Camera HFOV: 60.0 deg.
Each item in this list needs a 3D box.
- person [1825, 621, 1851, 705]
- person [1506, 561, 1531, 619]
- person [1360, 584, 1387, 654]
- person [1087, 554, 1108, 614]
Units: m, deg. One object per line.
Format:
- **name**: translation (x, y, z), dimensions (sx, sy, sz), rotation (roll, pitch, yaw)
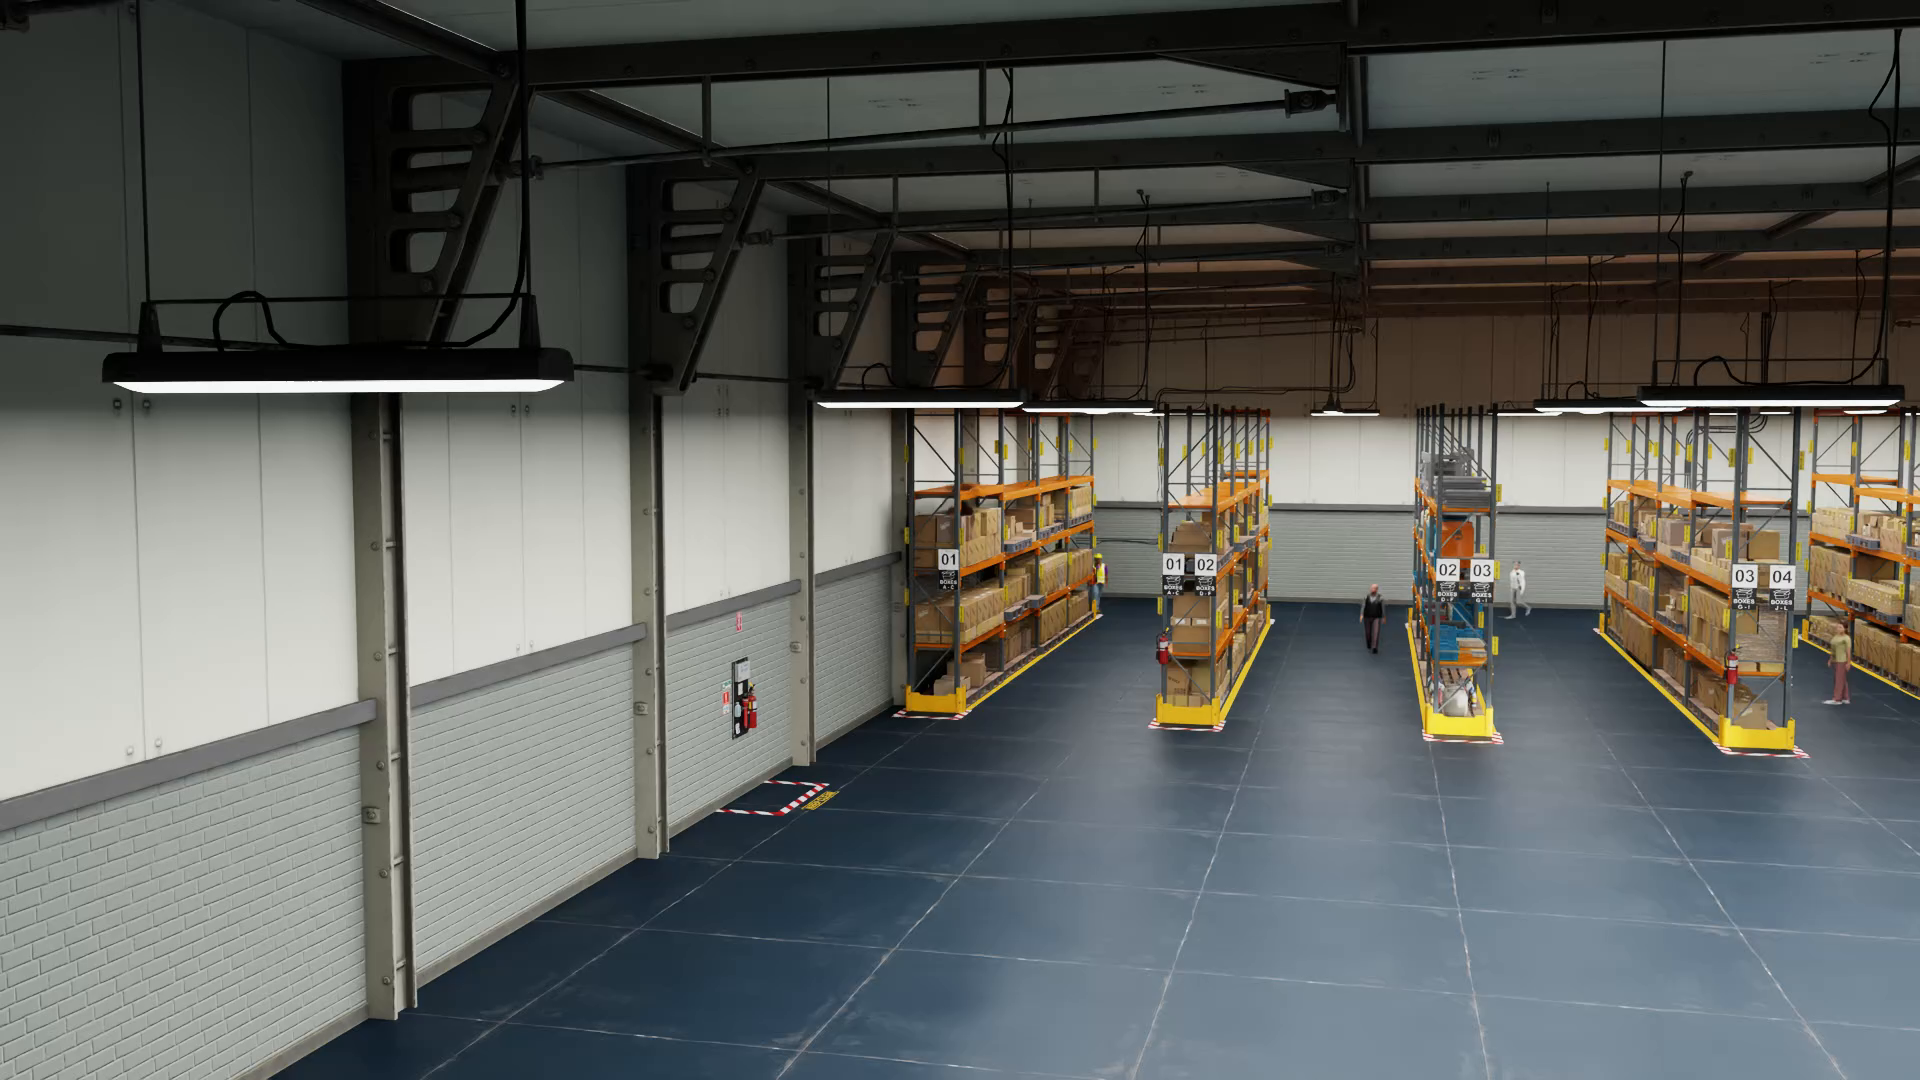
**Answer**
- **person**: translation (17.622, 2.457, 33.389), dimensions (0.483, 1.670, 0.440), rotation (1, 4, 12)
- **person**: translation (15.964, 1.419, 47.545), dimensions (0.634, 1.682, 0.473), rotation (-2, 5, -23)
- **person**: translation (10.128, 1.923, 40.751), dimensions (0.633, 1.685, 1.012), rotation (1, 4, 18)
- **person**: translation (4.104, 1.289, 48.923), dimensions (0.559, 1.761, 0.713), rotation (-2, 5, -23)
